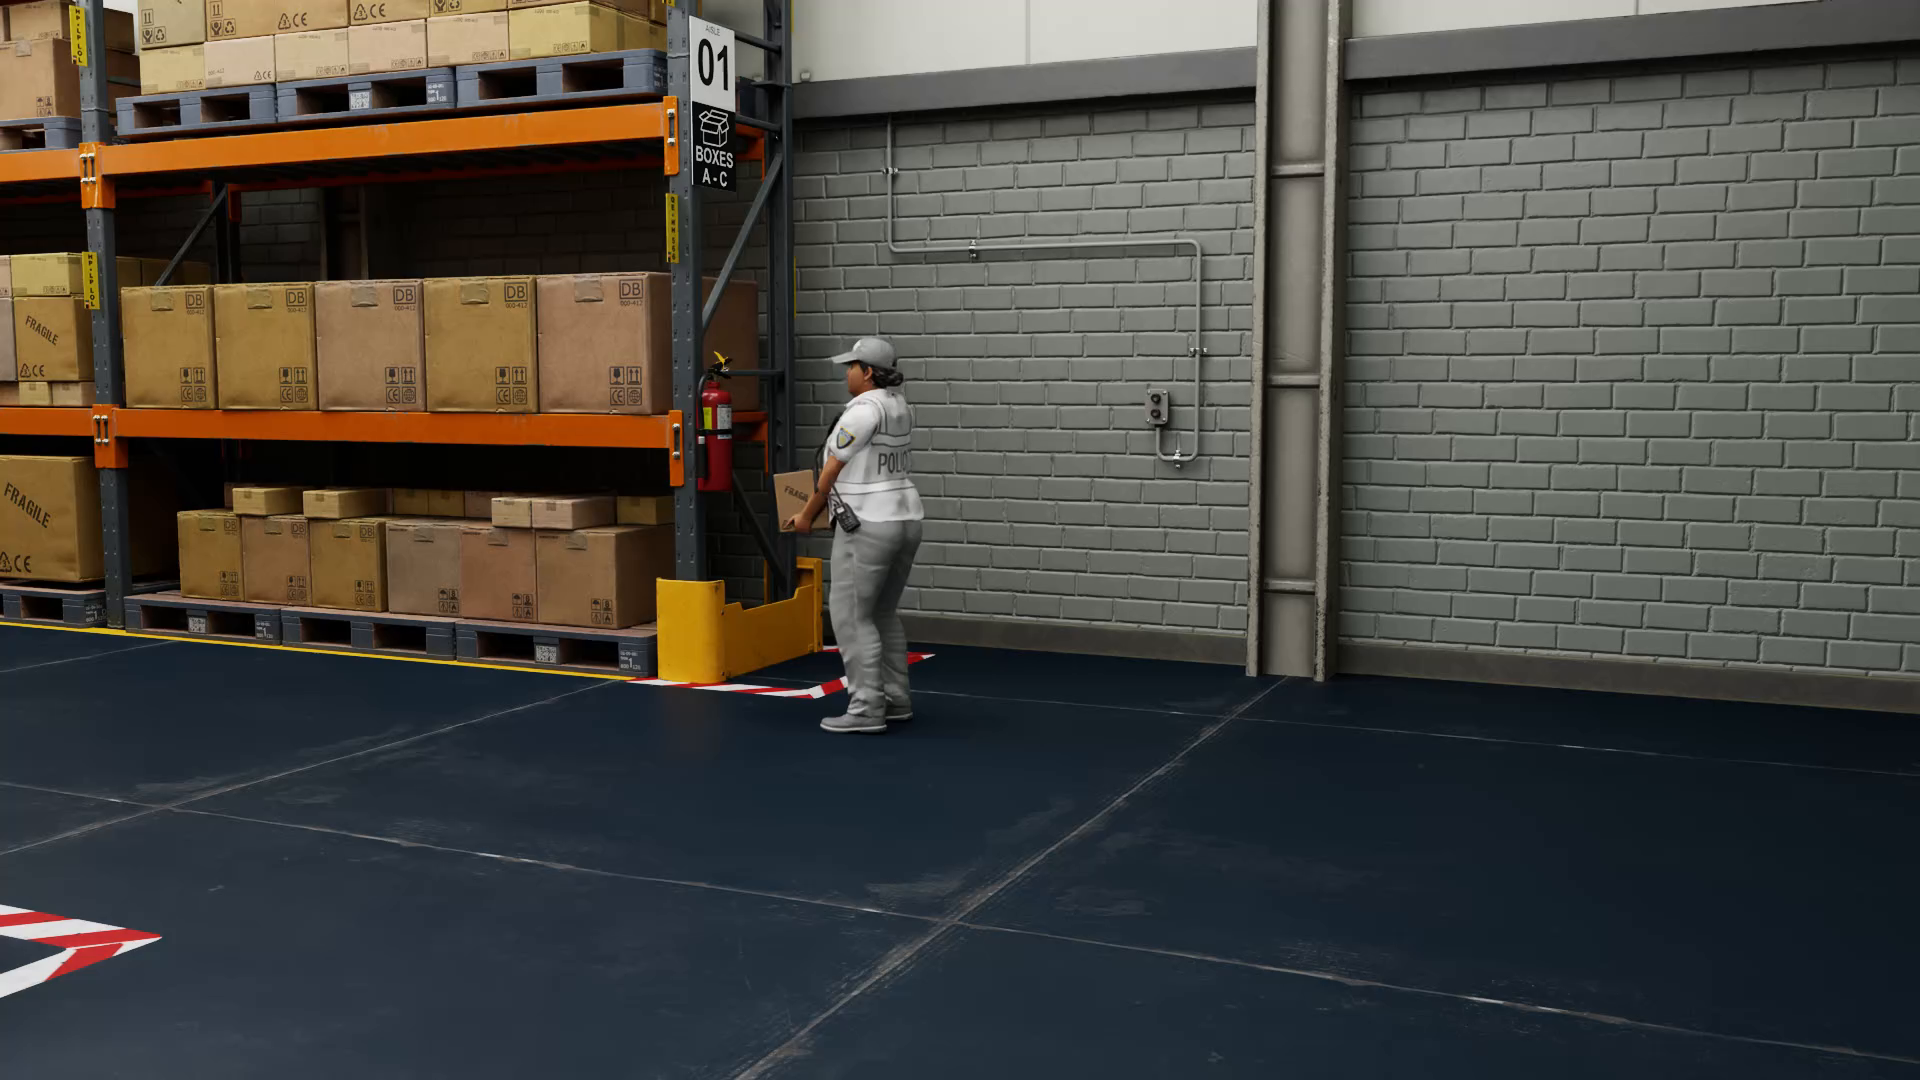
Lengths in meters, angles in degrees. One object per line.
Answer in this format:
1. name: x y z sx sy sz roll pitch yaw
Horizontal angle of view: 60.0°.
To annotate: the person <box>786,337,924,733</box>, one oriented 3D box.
1. person: -0.449 -0.026 7.083 0.521 1.663 0.452 2 6 23
